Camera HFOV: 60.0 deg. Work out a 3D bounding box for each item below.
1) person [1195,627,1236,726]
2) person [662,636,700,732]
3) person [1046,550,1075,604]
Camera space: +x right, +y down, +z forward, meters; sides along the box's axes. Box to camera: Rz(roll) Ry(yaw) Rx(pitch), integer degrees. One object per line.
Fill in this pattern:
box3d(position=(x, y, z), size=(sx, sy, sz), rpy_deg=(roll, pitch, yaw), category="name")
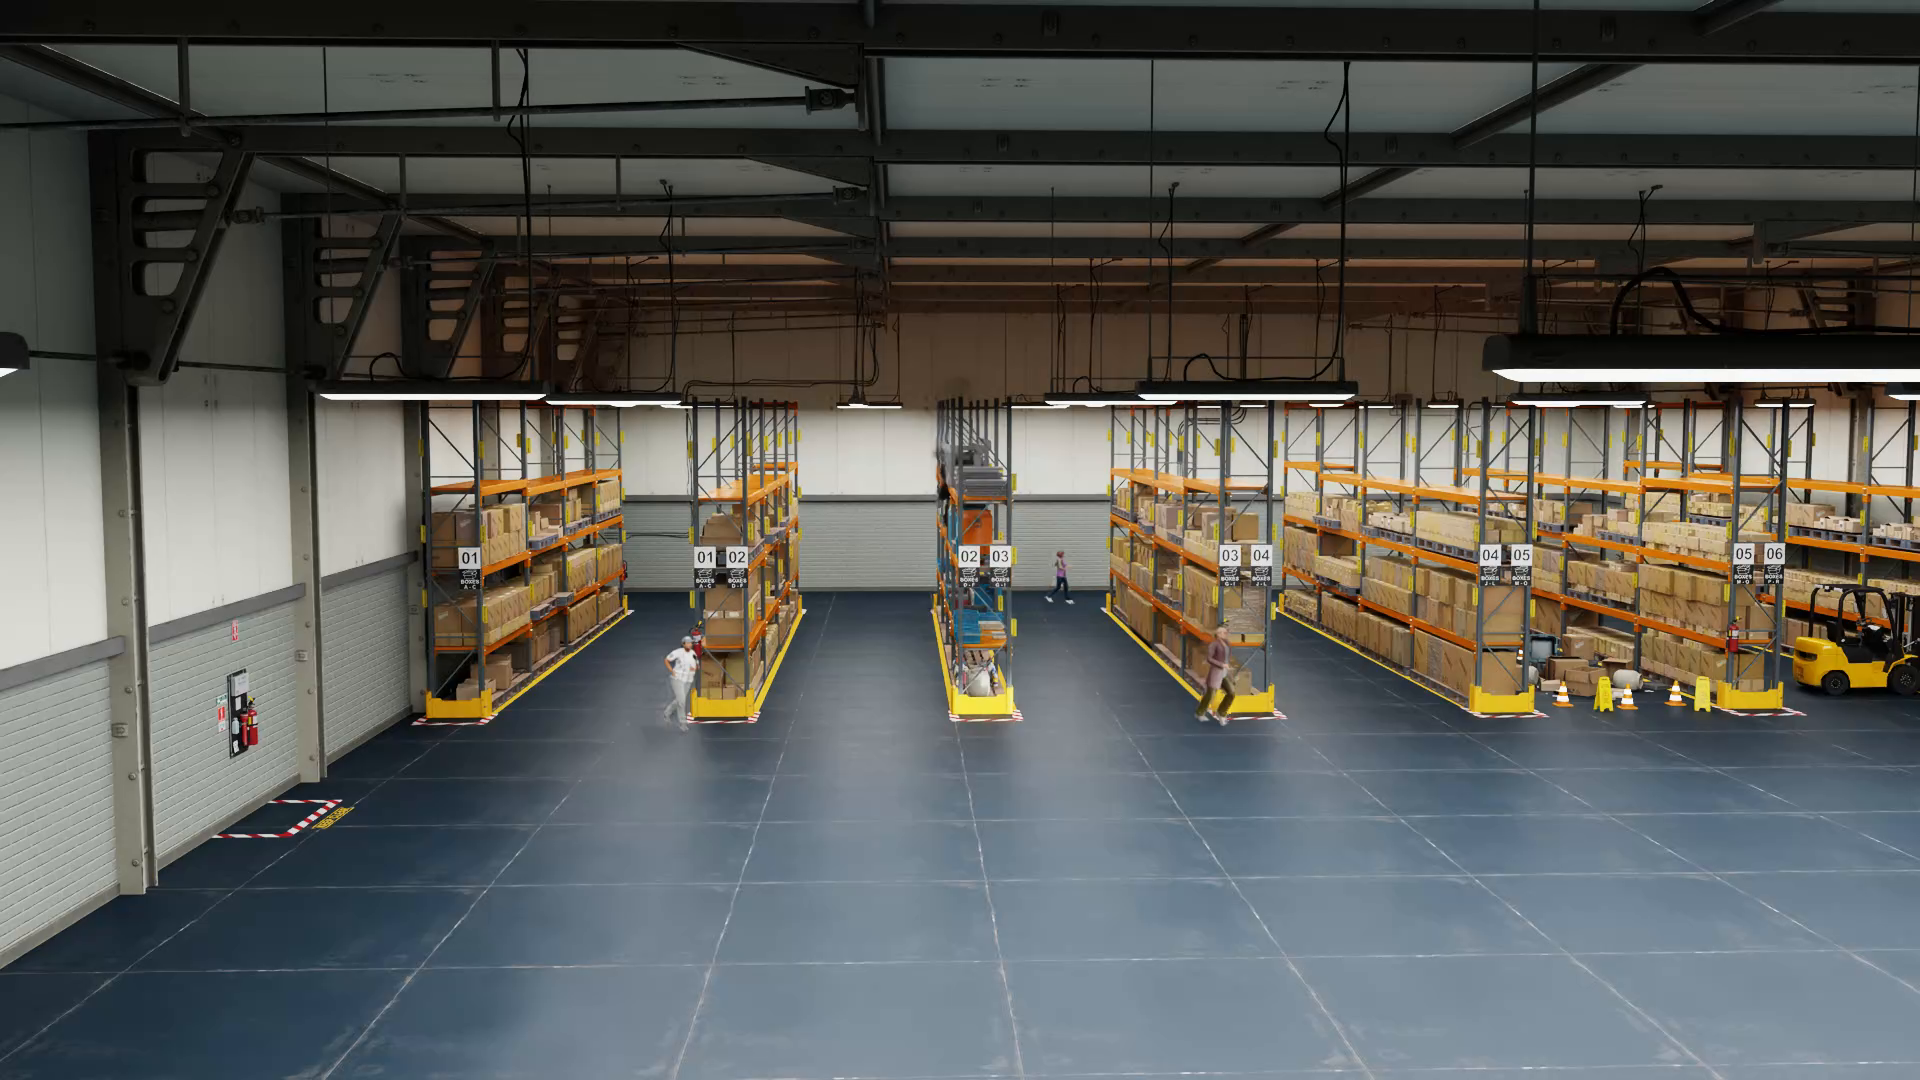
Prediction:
box3d(position=(4.760, 2.506, 30.484), size=(0.750, 1.836, 0.785), rpy_deg=(-4, 6, -38), category="person")
box3d(position=(-5.030, 2.580, 30.208), size=(0.859, 1.680, 0.615), rpy_deg=(4, 6, 41), category="person")
box3d(position=(2.973, 1.099, 49.254), size=(0.878, 1.596, 0.533), rpy_deg=(1, 5, 13), category="person")
